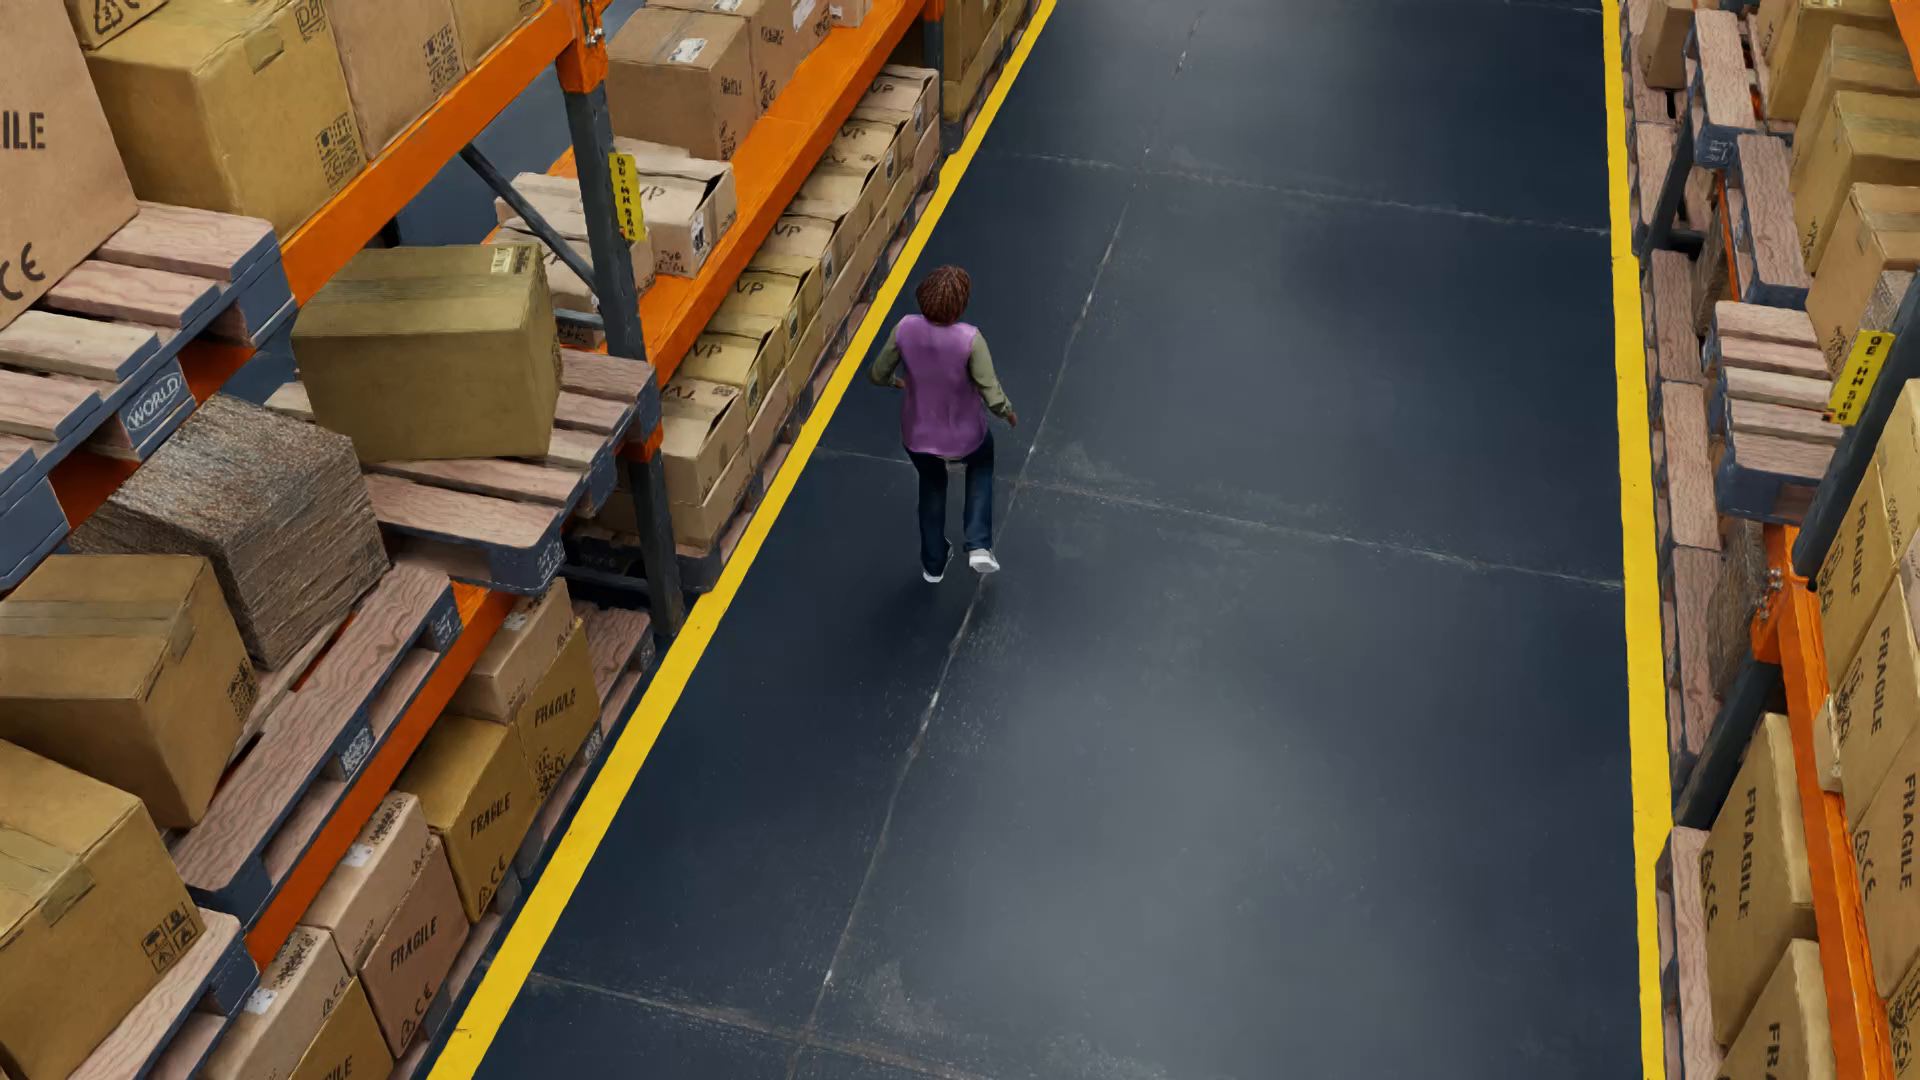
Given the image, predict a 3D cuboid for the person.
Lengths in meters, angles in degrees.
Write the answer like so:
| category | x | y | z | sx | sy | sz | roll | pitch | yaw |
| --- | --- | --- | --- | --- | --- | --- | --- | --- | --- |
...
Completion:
| category | x | y | z | sx | sy | sz | roll | pitch | yaw |
| --- | --- | --- | --- | --- | --- | --- | --- | --- | --- |
| person | -0.064 | -0.466 | 6.710 | 0.585 | 1.571 | 0.441 | 7 | 42 | 8 |
